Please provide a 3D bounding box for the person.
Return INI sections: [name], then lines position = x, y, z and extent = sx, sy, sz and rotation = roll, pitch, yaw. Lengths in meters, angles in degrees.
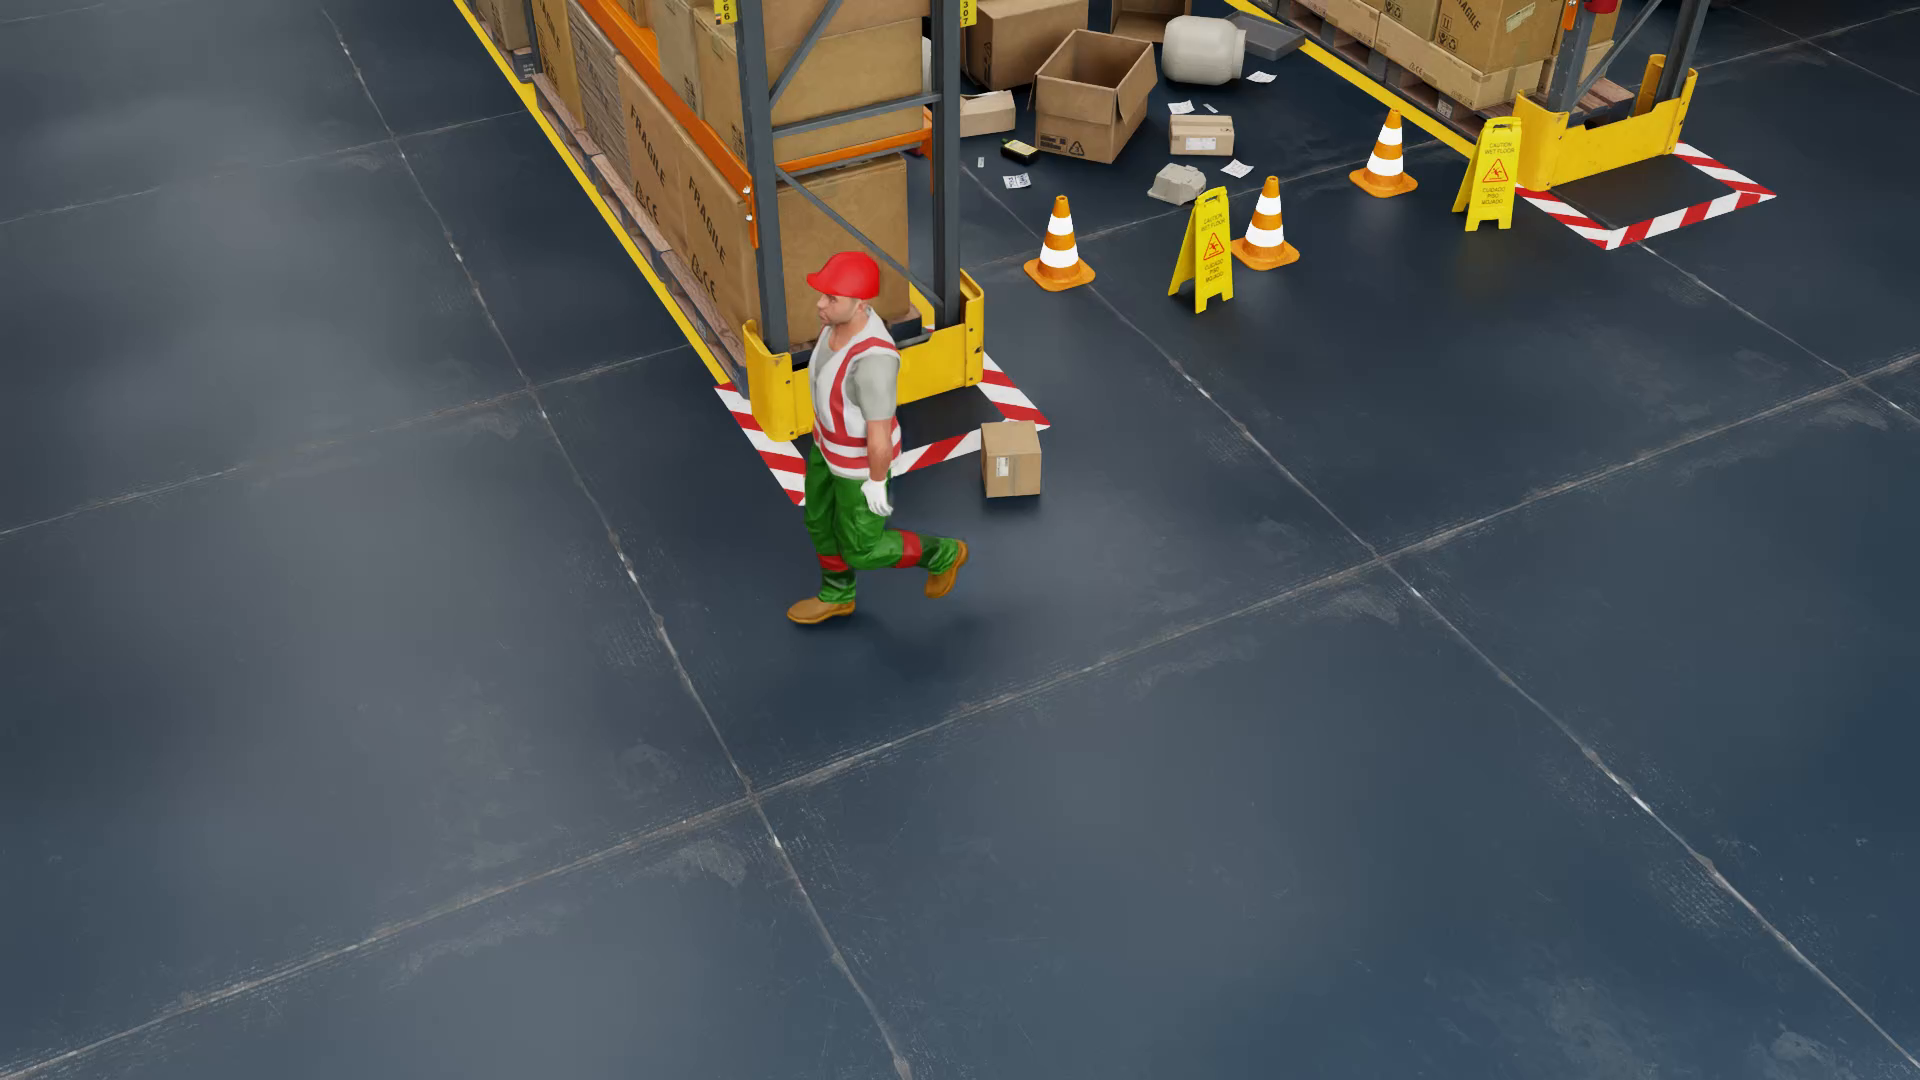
[person]
position = -0.349, -0.361, 6.533
extent = 0.750, 1.769, 0.542
rotation = -16, 43, -18
